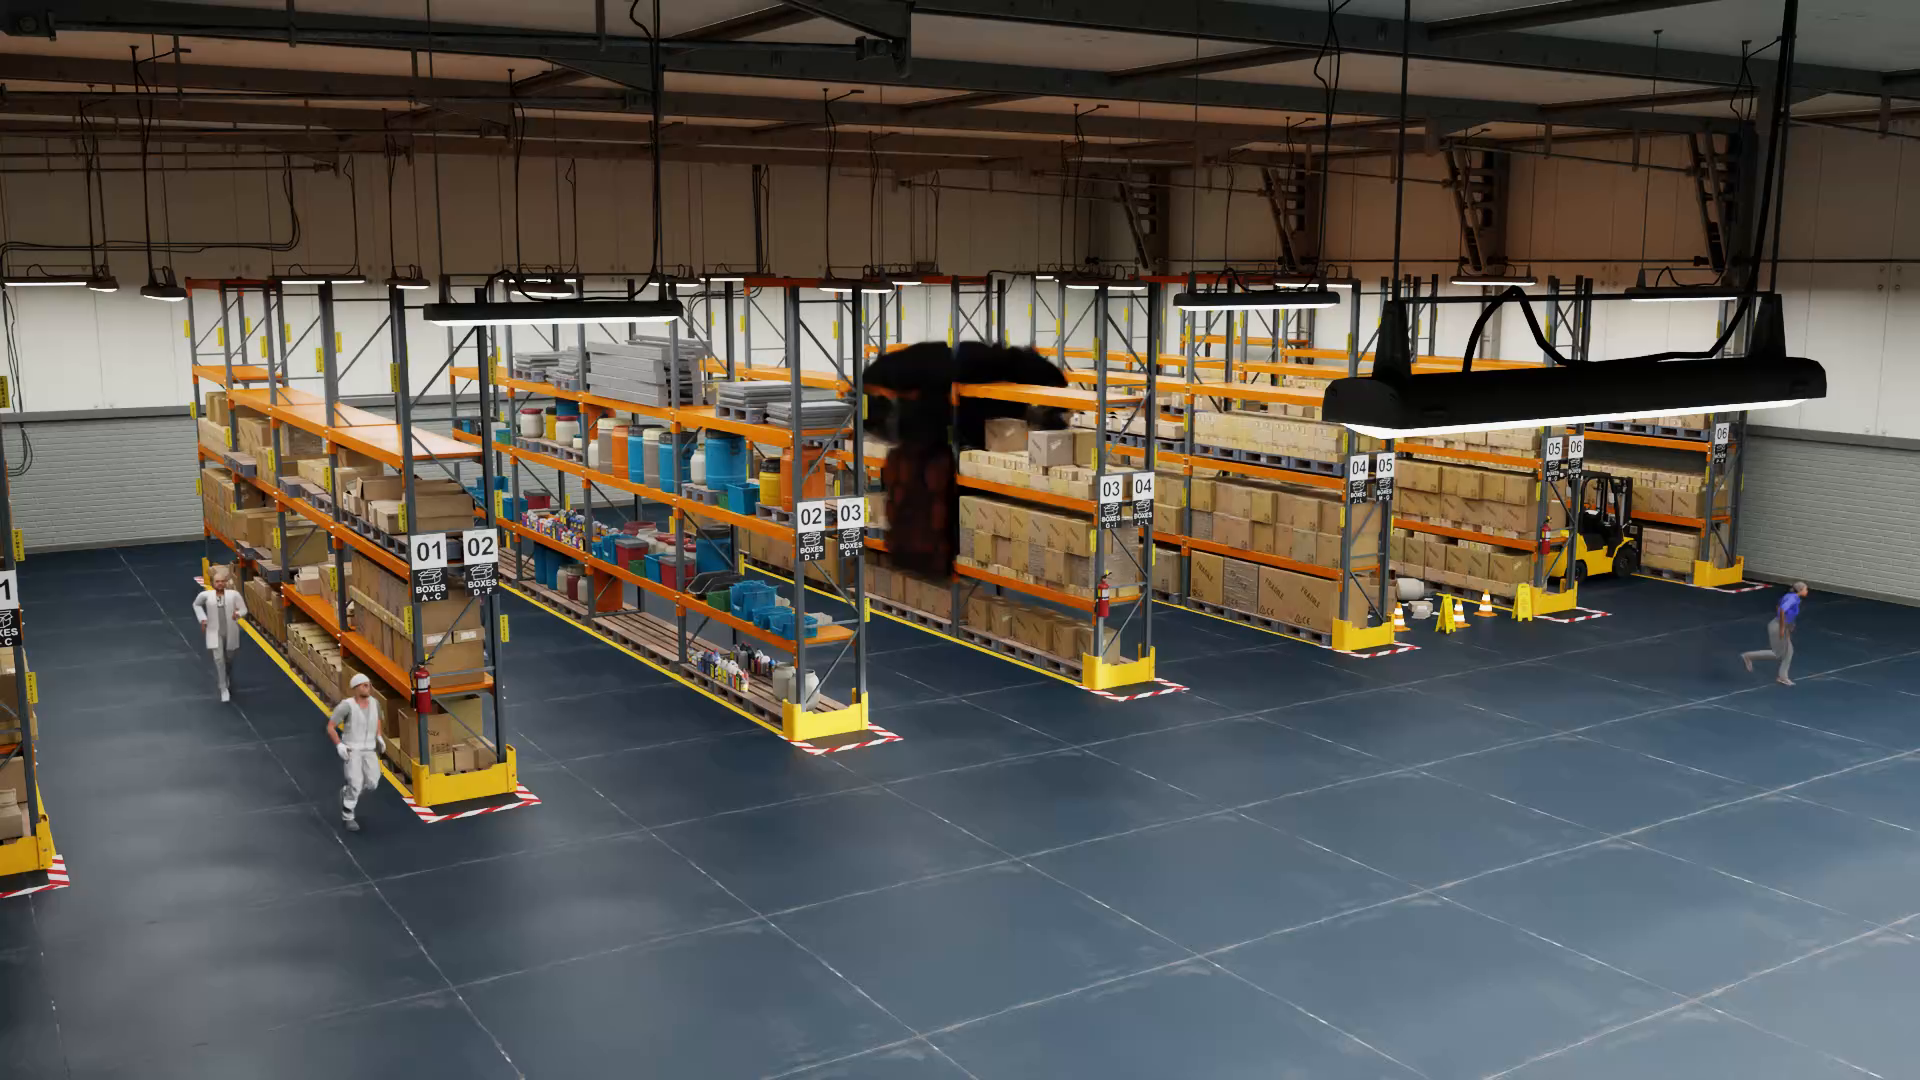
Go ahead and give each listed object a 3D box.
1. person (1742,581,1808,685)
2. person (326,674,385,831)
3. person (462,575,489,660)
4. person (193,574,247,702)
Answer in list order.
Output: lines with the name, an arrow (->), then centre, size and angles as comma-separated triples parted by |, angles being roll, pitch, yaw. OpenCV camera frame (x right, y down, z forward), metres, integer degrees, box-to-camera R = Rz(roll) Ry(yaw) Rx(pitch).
person -> 12.303, 1.392, 25.141 | 0.844, 1.609, 0.575 | 2, 10, 14
person -> -6.824, 2.366, 18.843 | 0.573, 1.729, 0.702 | 7, 12, 37
person -> -7.862, 1.087, 26.778 | 0.921, 1.592, 0.564 | 8, 12, 40
person -> -10.814, 1.379, 24.386 | 0.705, 1.802, 1.046 | -5, 11, -30
